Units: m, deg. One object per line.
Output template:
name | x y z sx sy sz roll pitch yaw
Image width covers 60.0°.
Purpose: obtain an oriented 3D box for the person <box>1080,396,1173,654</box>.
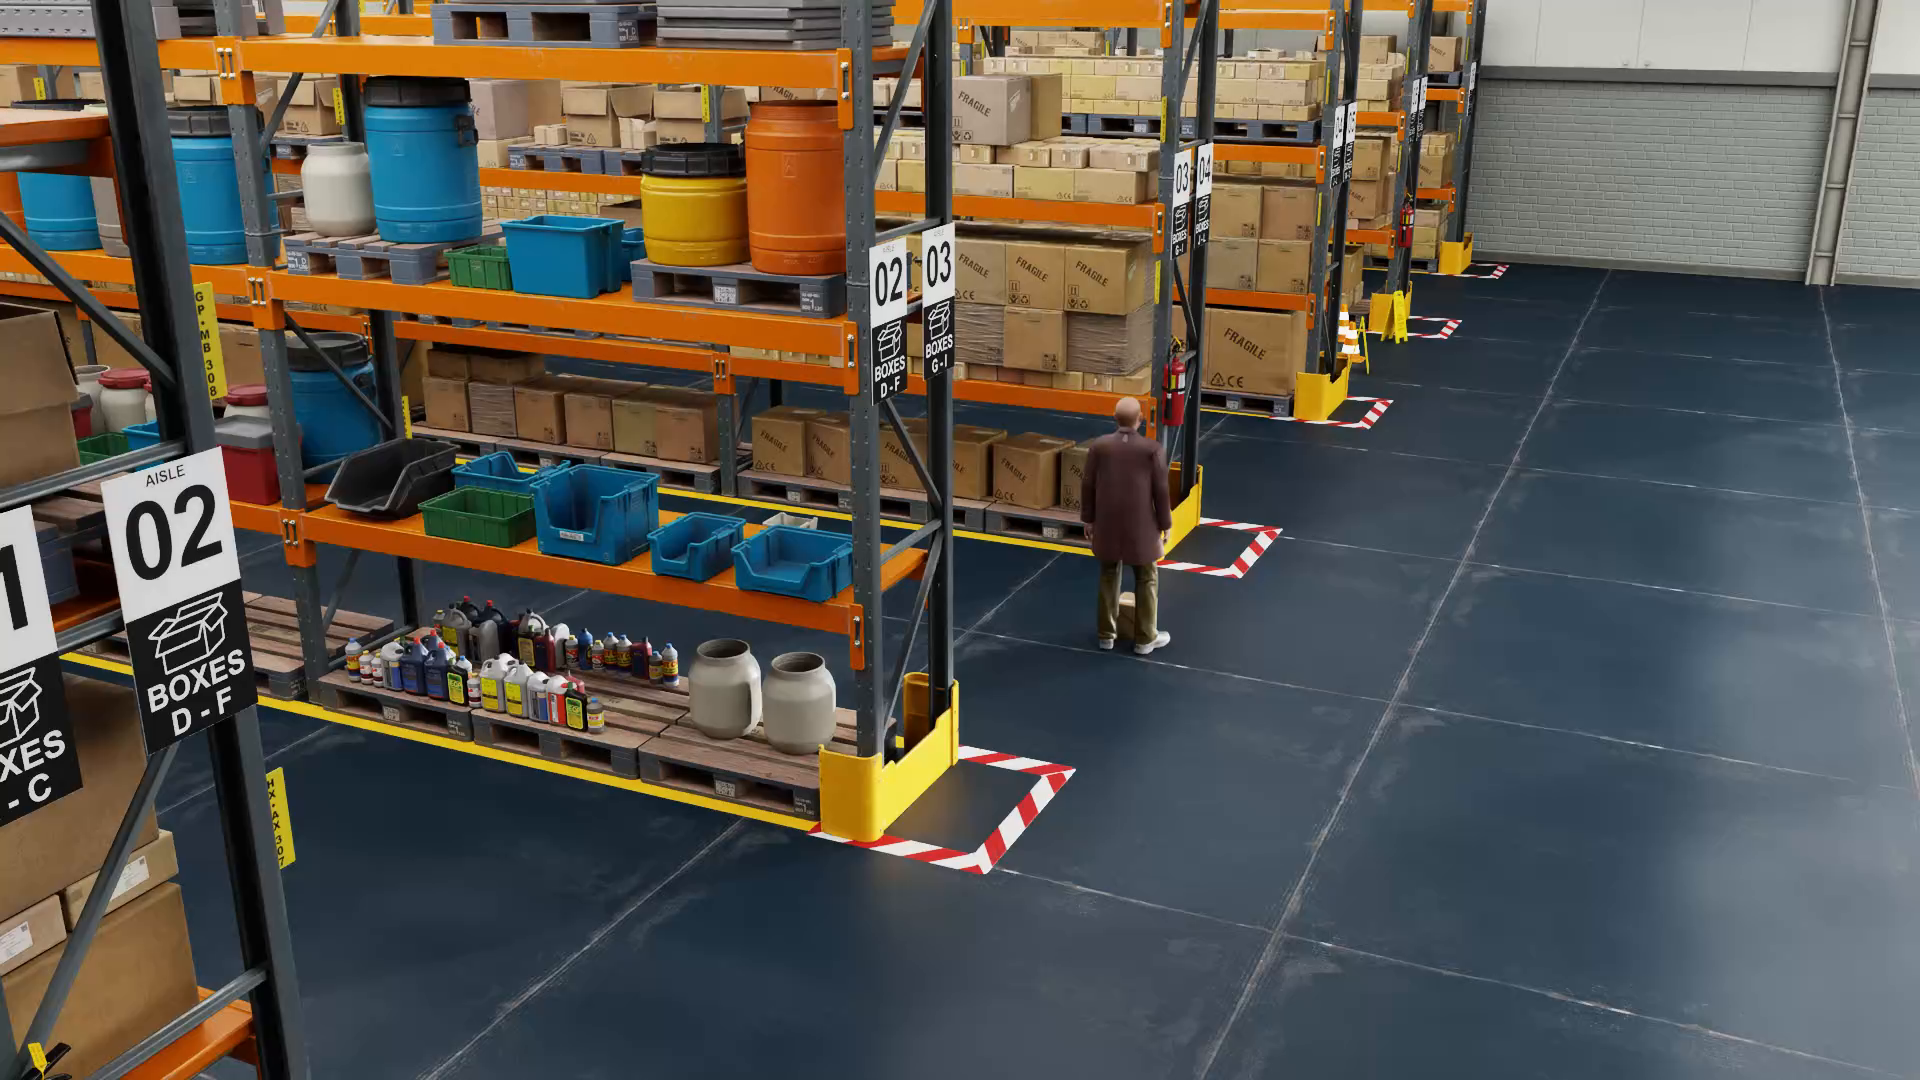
person | 1.137 -0.106 11.401 0.650 1.772 0.429 7 20 19
